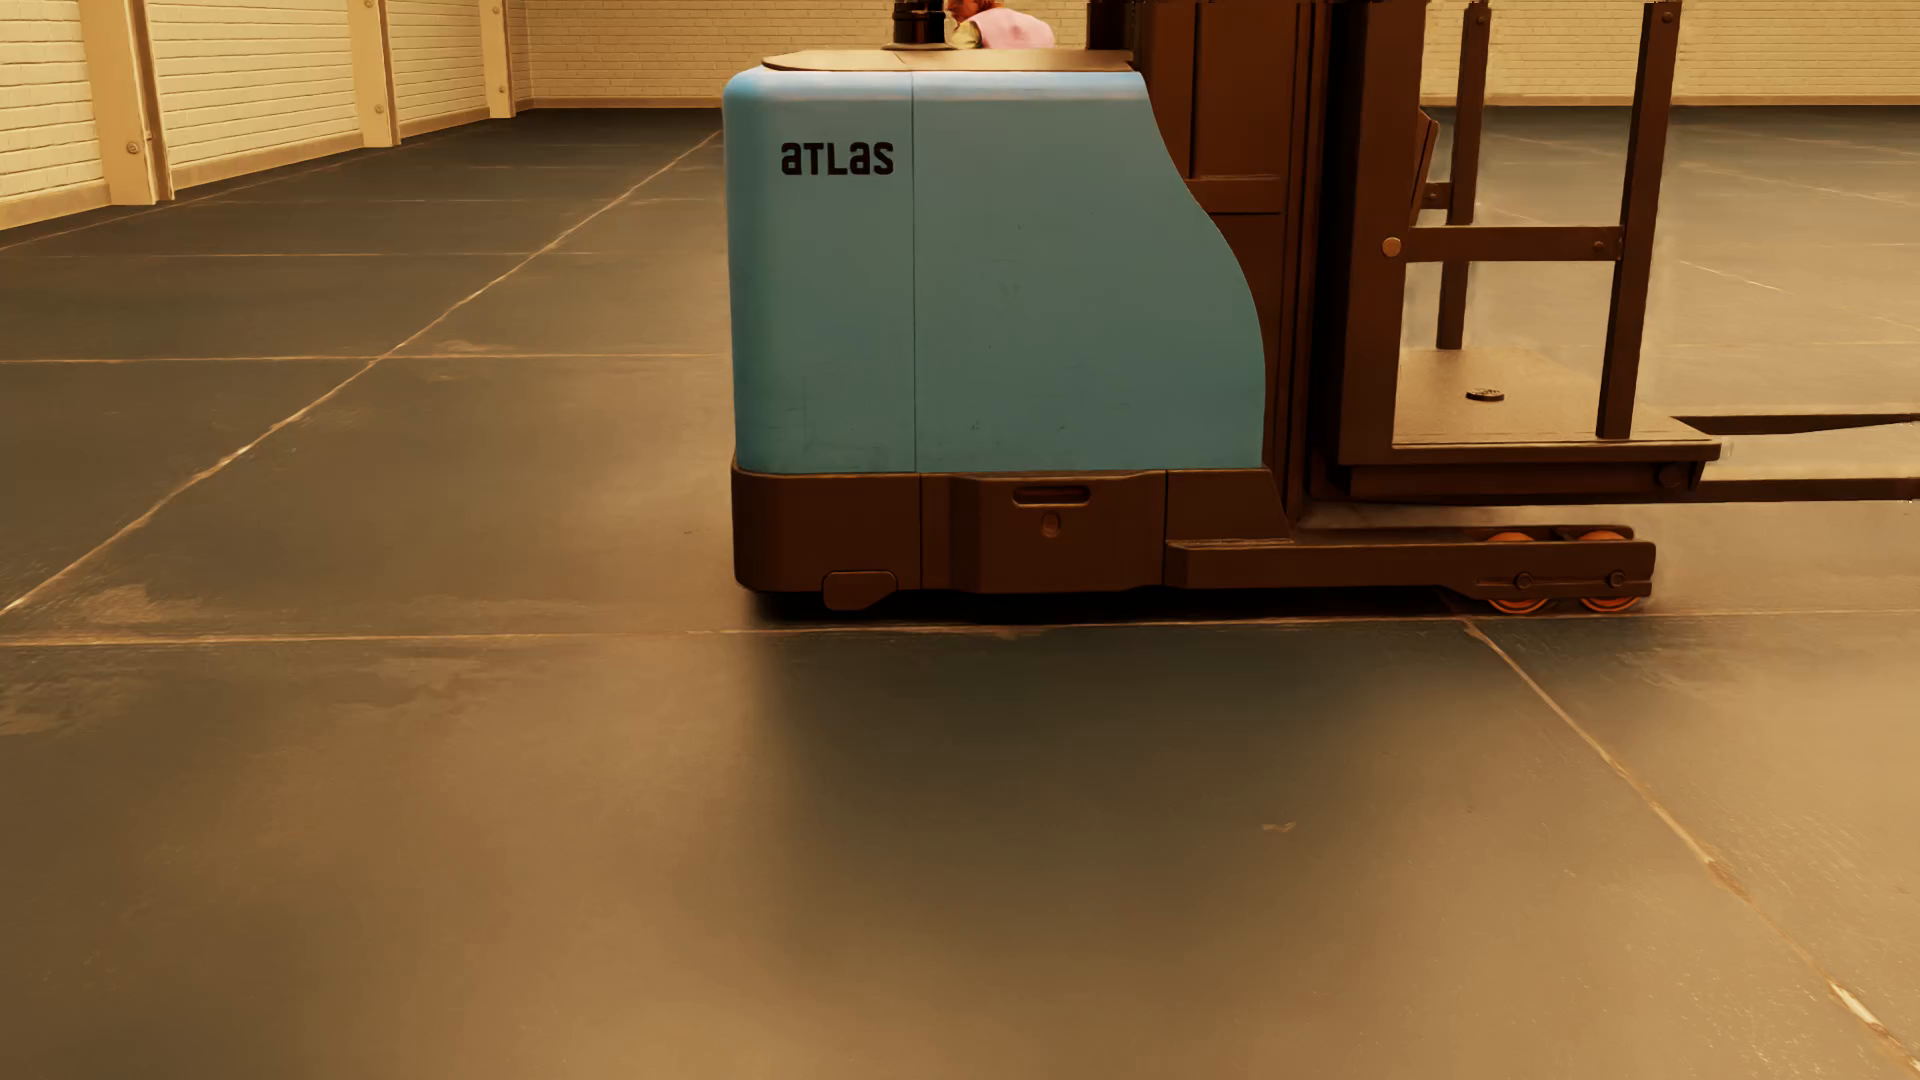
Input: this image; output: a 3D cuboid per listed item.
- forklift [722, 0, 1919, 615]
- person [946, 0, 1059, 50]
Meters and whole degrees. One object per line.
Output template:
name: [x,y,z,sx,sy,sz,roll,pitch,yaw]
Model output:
forklift: [1.027,-1.403,3.495,3.031,2.935,1.130,-1,17,-3]
person: [0.185,-1.132,5.247,0.773,1.412,0.527,-7,18,-21]
